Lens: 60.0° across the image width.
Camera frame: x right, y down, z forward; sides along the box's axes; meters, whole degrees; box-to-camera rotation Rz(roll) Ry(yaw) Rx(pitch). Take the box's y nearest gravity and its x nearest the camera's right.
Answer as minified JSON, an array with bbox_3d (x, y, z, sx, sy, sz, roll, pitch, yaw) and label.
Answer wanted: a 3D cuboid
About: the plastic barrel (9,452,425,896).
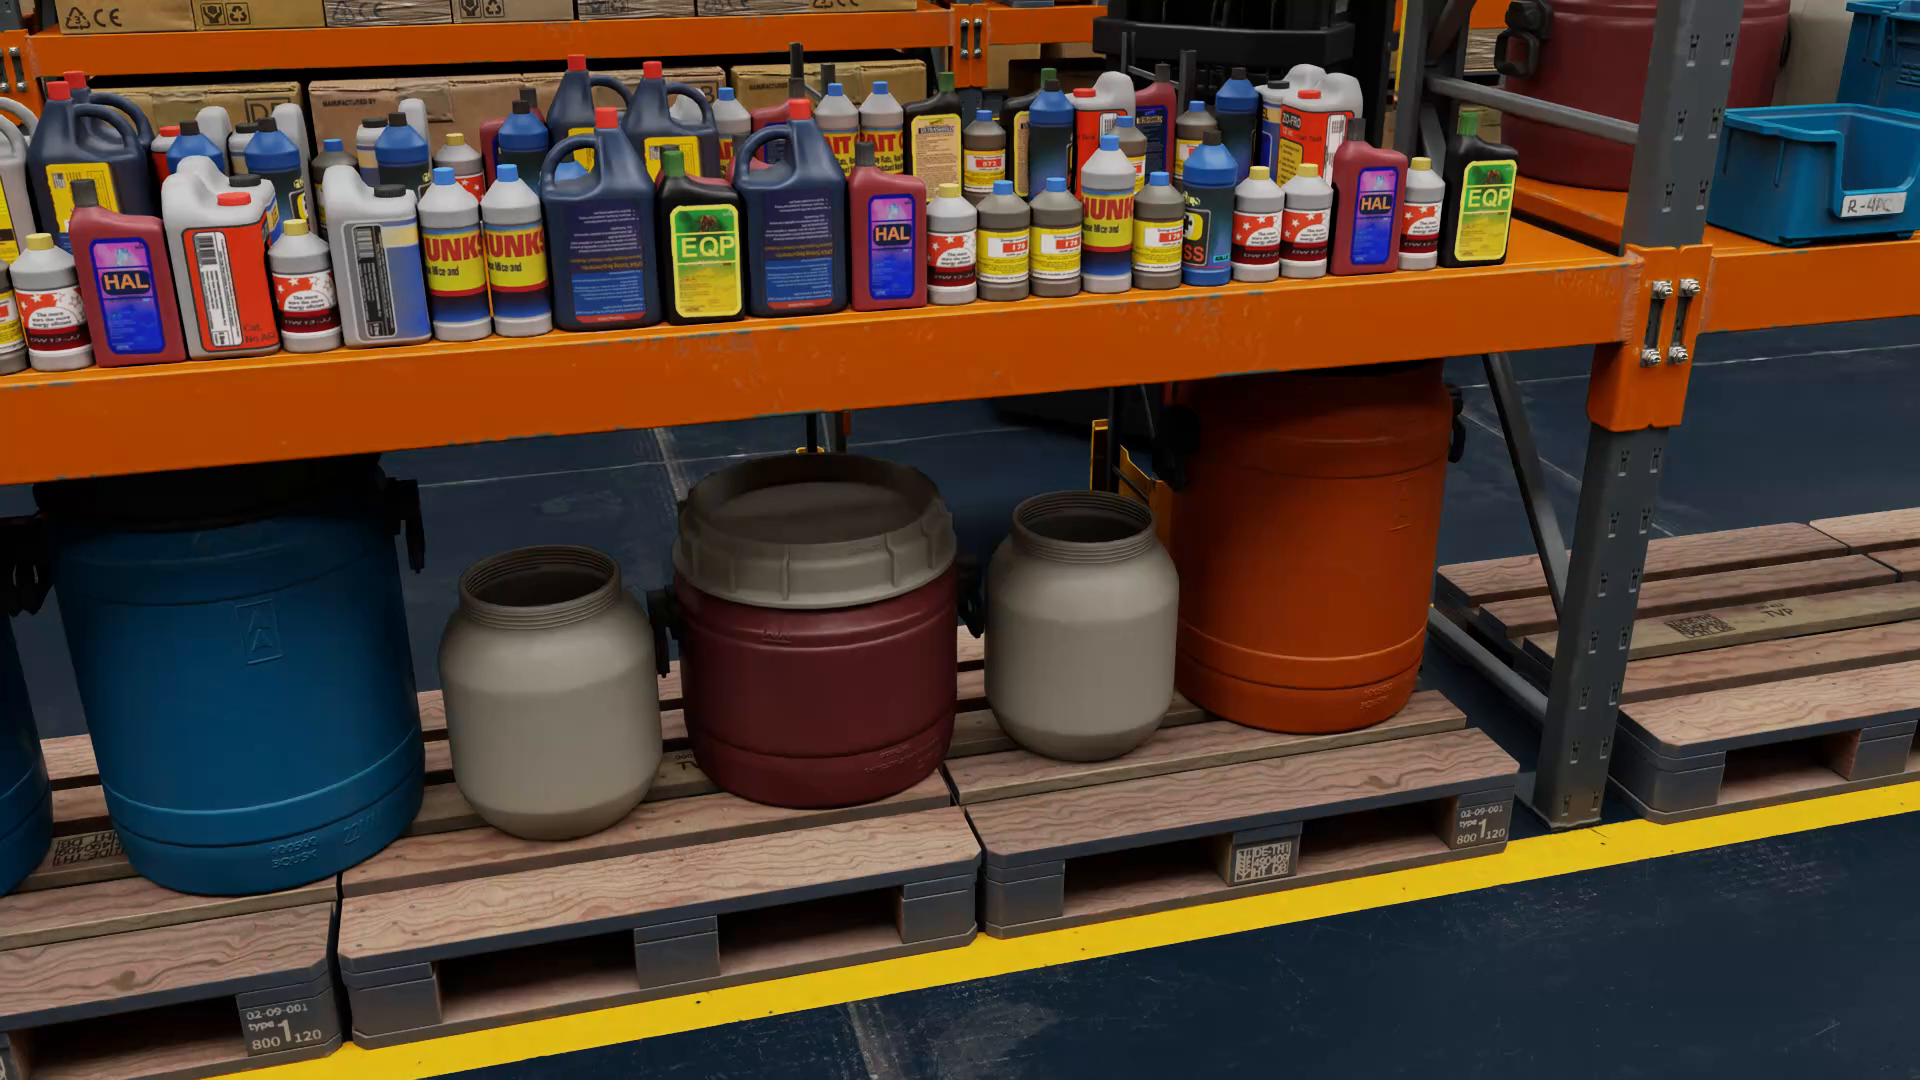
[{"bbox_3d":[-1.391,0.152,3.221,0.708,0.901,0.600,-6,24,-14],"label":"plastic barrel"}]

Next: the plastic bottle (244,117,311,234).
[{"bbox_3d":[-1.291,-0.660,3.147,0.097,0.271,0.097,0,23,0],"label":"plastic bottle"}]

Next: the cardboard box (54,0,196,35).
[{"bbox_3d":[-3.429,-2.373,6.850,0.500,0.500,0.500,-6,24,-14],"label":"cardboard box"}]

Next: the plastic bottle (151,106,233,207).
[{"bbox_3d":[-1.472,-0.693,3.219,0.135,0.276,0.152,-6,24,-14],"label":"plastic bottle"}]

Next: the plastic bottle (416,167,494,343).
[{"bbox_3d":[-0.819,-0.464,2.690,0.097,0.271,0.097,0,23,0],"label":"plastic bottle"}]

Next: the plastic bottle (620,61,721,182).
[{"bbox_3d":[-0.574,-0.766,3.294,0.185,0.351,0.144,-6,24,-14],"label":"plastic bottle"}]

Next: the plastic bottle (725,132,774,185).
[{"bbox_3d":[-0.342,-0.574,2.931,0.133,0.283,0.061,-6,24,-14],"label":"plastic bottle"}]

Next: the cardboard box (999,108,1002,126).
[{"bbox_3d":[0.552,-1.932,8.560,0.500,0.500,0.700,-8,24,-17],"label":"cardboard box"}]

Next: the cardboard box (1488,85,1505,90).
[{"bbox_3d":[3.166,-2.222,9.236,0.500,0.500,0.700,-8,25,-18],"label":"cardboard box"}]

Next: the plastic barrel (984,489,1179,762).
[{"bbox_3d":[0.264,0.184,3.639,0.421,0.512,0.421,0,23,0],"label":"plastic barrel"}]

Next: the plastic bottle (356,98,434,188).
[{"bbox_3d":[-1.119,-0.732,3.310,0.135,0.276,0.152,-6,24,-14],"label":"plastic bottle"}]

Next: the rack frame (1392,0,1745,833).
[{"bbox_3d":[1.250,-0.919,3.587,0.127,3.000,1.000,-6,24,-14],"label":"rack frame"}]

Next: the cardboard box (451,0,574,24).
[{"bbox_3d":[-1.967,-2.537,7.233,0.500,0.500,0.500,-6,24,-13],"label":"cardboard box"}]

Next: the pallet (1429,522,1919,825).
[{"bbox_3d":[2.006,0.295,4.295,1.213,0.211,1.003,-6,24,-14],"label":"pallet"}]

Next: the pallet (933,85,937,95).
[{"bbox_3d":[-0.551,-3.467,13.063,1.213,0.211,1.003,-6,24,-14],"label":"pallet"}]

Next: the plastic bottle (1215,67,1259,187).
[{"bbox_3d":[0.627,-0.934,3.787,0.097,0.271,0.097,0,23,0],"label":"plastic bottle"}]

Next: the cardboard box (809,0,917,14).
[{"bbox_3d":[-0.496,-2.699,7.608,0.500,0.500,0.500,-6,24,-13],"label":"cardboard box"}]

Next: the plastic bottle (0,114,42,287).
[{"bbox_3d":[-1.766,-0.638,2.994,0.185,0.351,0.144,-6,24,-14],"label":"plastic bottle"}]

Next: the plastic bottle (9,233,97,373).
[{"bbox_3d":[-1.394,-0.368,2.555,0.097,0.201,0.097,0,23,0],"label":"plastic bottle"}]

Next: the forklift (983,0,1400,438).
[{"bbox_3d":[1.276,-2.195,6.649,1.130,2.935,3.031,13,27,28],"label":"forklift"}]

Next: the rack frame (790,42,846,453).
[{"bbox_3d":[-0.407,-0.644,4.849,0.032,1.500,0.500,-6,24,-14],"label":"rack frame"}]

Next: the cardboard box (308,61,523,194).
[{"bbox_3d":[-2.469,-1.761,7.712,0.875,0.875,1.225,-7,24,-16],"label":"cardboard box"}]

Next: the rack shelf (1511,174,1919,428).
[{"bbox_3d":[3.175,-0.801,4.226,4.000,0.370,1.077,-6,24,-14],"label":"rack shelf"}]

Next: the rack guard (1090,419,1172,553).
[{"bbox_3d":[0.553,-0.176,5.343,0.087,0.250,0.587,-6,24,-14],"label":"rack guard"}]

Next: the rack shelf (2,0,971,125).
[{"bbox_3d":[-2.014,-2.256,7.615,4.000,0.370,1.077,-6,24,-14],"label":"rack shelf"}]

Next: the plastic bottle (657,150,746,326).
[{"bbox_3d":[-0.431,-0.505,2.770,0.133,0.283,0.061,-6,24,-14],"label":"plastic bottle"}]

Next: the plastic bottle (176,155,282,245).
[{"bbox_3d":[-1.203,-0.497,2.761,0.135,0.276,0.152,-6,24,-14],"label":"plastic bottle"}]

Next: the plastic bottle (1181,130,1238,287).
[{"bbox_3d":[0.450,-0.604,3.017,0.097,0.271,0.097,0,23,0],"label":"plastic bottle"}]

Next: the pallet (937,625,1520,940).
[{"bbox_3d":[0.502,0.462,3.905,1.213,0.211,1.003,-6,24,-14],"label":"pallet"}]

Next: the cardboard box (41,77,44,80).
[{"bbox_3d":[-6.198,-3.217,11.272,0.250,0.149,0.380,-6,24,-13],"label":"cardboard box"}]

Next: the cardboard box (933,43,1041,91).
[{"bbox_3d":[0.121,-3.977,13.036,0.750,0.750,1.050,-6,24,-14],"label":"cardboard box"}]

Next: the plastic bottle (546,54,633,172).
[{"bbox_3d":[-0.744,-0.810,3.395,0.185,0.351,0.144,-6,24,-14],"label":"plastic bottle"}]

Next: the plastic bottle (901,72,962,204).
[{"bbox_3d":[-0.063,-0.871,3.624,0.133,0.283,0.061,-6,24,-14],"label":"plastic bottle"}]

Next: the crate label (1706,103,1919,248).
[{"bbox_3d":[1.757,-0.745,3.393,0.416,0.233,0.303,-6,24,-14],"label":"crate label"}]

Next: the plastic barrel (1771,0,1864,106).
[{"bbox_3d":[2.183,-1.161,4.010,0.421,0.512,0.421,0,23,0],"label":"plastic barrel"}]

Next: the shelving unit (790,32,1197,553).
[{"bbox_3d":[0.073,-0.697,4.973,1.083,1.500,0.587,-6,24,-14],"label":"shelving unit"}]

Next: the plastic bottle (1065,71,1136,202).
[{"bbox_3d":[0.300,-0.889,3.676,0.135,0.276,0.152,-6,24,-14],"label":"plastic bottle"}]

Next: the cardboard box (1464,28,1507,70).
[{"bbox_3d":[4.012,-4.474,14.034,0.875,0.875,0.875,-6,24,-14],"label":"cardboard box"}]

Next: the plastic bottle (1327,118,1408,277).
[{"bbox_3d":[0.753,-0.636,3.075,0.133,0.283,0.061,-6,24,-14],"label":"plastic bottle"}]

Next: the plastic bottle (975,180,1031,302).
[{"bbox_3d":[0.075,-0.530,2.934,0.097,0.201,0.097,0,23,0],"label":"plastic bottle"}]

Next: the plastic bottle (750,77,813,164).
[{"bbox_3d":[-0.379,-0.836,3.543,0.133,0.283,0.061,-6,24,-14],"label":"plastic bottle"}]

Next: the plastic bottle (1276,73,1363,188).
[{"bbox_3d":[0.787,-0.881,3.656,0.135,0.276,0.152,-6,24,-14],"label":"plastic bottle"}]
